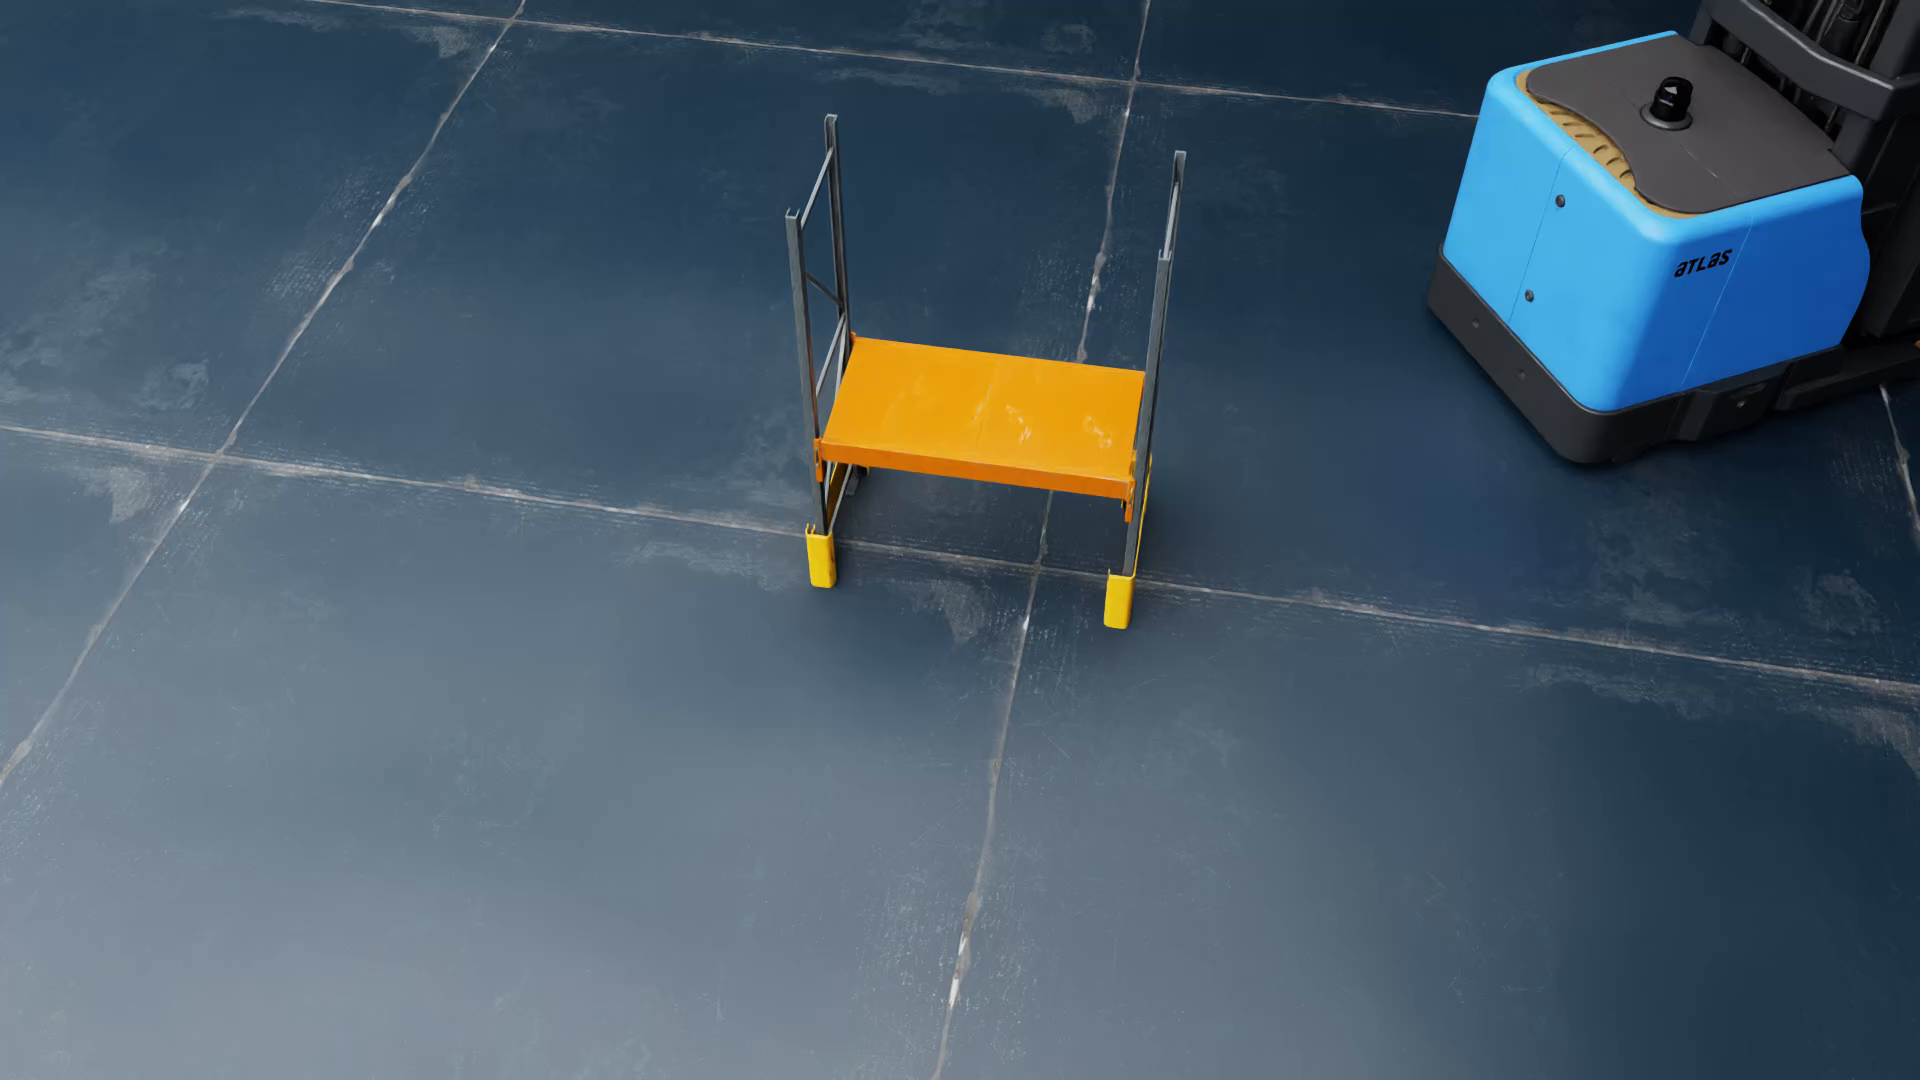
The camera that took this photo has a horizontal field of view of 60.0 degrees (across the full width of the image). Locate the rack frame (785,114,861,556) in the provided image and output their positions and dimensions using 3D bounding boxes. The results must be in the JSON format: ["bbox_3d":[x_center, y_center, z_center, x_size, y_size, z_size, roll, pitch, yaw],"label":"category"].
[{"bbox_3d":[-0.416,-0.557,5.242,0.032,1.500,0.500,8,49,7],"label":"rack frame"}]

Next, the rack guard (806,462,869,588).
[{"bbox_3d":[-0.415,-0.139,5.707,0.087,0.250,0.587,8,49,7],"label":"rack guard"}]

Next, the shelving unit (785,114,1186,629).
[{"bbox_3d":[0.075,-0.491,5.183,1.083,1.500,0.587,8,49,7],"label":"shelving unit"}]

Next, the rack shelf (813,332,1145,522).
[{"bbox_3d":[0.084,-0.370,5.316,1.000,0.185,0.538,8,49,7],"label":"rack shelf"}]

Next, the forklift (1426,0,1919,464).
[{"bbox_3d":[3.390,-1.946,5.528,3.031,2.935,1.130,-16,50,-14],"label":"forklift"}]

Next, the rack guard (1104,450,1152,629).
[{"bbox_3d":[0.565,-0.008,5.589,0.087,0.250,0.587,8,49,7],"label":"rack guard"}]

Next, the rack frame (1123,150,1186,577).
[{"bbox_3d":[0.584,-0.423,5.122,0.032,1.500,0.500,8,49,7],"label":"rack frame"}]
